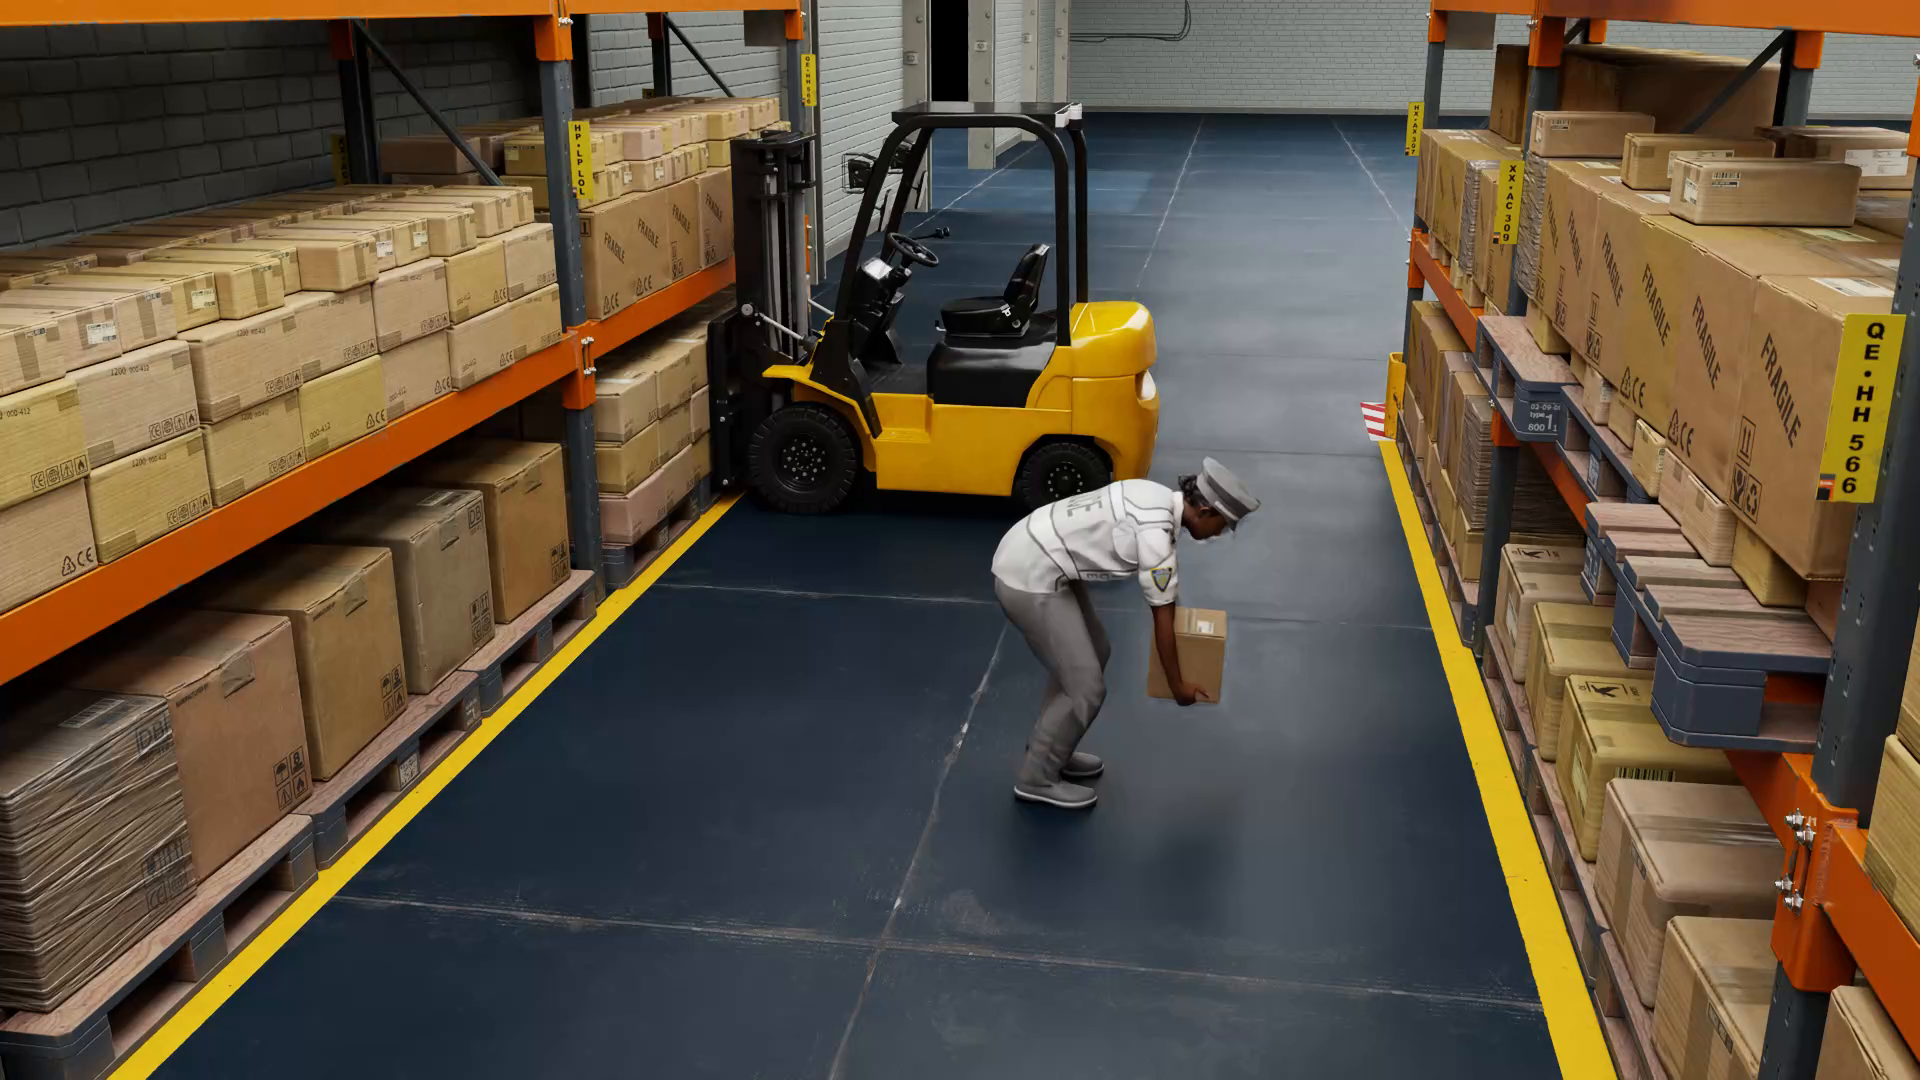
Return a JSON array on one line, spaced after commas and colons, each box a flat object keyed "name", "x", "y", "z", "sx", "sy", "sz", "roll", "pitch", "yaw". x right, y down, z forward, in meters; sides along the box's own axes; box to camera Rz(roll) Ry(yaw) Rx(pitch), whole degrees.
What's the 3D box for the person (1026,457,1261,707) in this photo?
[{"name": "person", "x": 0.623, "y": 0.126, "z": 5.734, "sx": 0.789, "sy": 0.833, "sz": 0.382, "roll": 2, "pitch": 18, "yaw": 7}]
